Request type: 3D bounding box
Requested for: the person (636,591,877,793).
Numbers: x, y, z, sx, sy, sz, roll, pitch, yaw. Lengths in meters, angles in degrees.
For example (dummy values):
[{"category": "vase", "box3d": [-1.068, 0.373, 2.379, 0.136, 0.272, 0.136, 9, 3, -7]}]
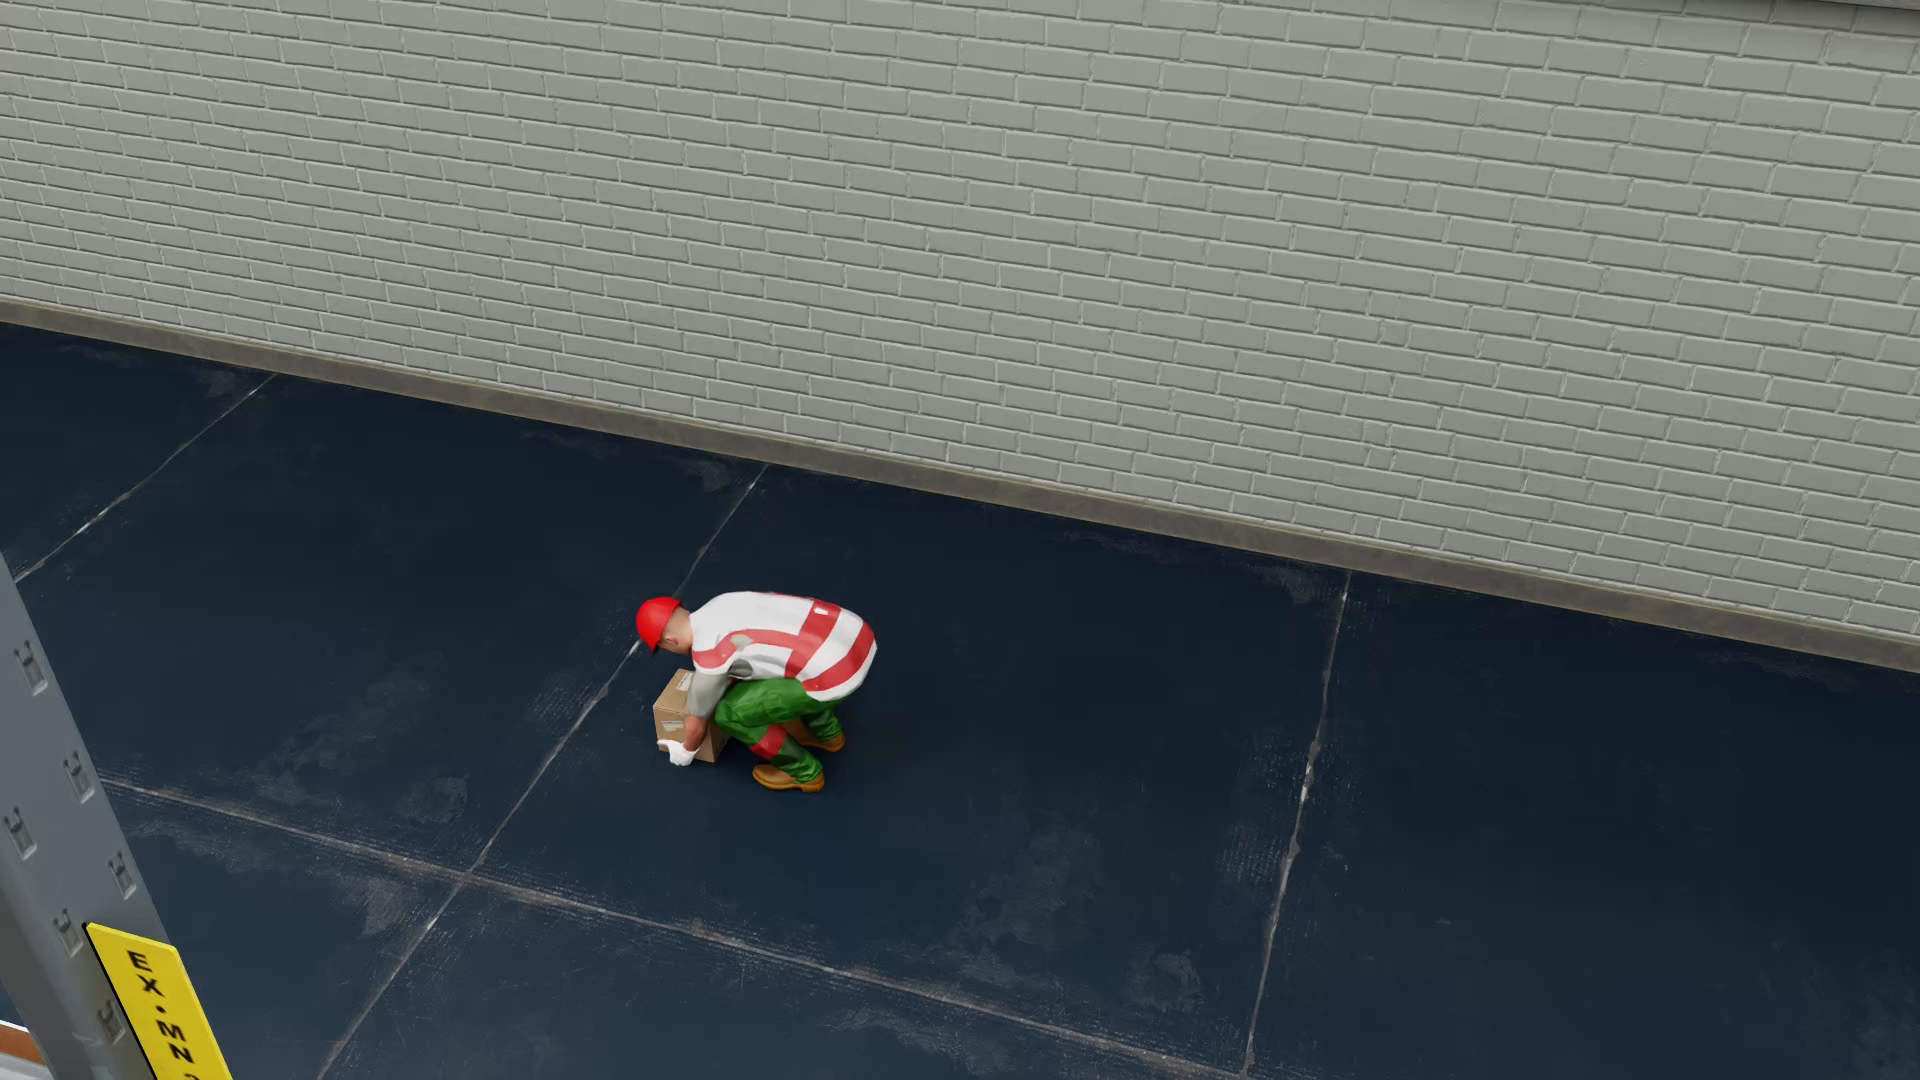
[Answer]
[{"category": "person", "box3d": [-0.817, 0.580, 6.704, 0.965, 0.820, 0.526, 10, 38, 13]}]
